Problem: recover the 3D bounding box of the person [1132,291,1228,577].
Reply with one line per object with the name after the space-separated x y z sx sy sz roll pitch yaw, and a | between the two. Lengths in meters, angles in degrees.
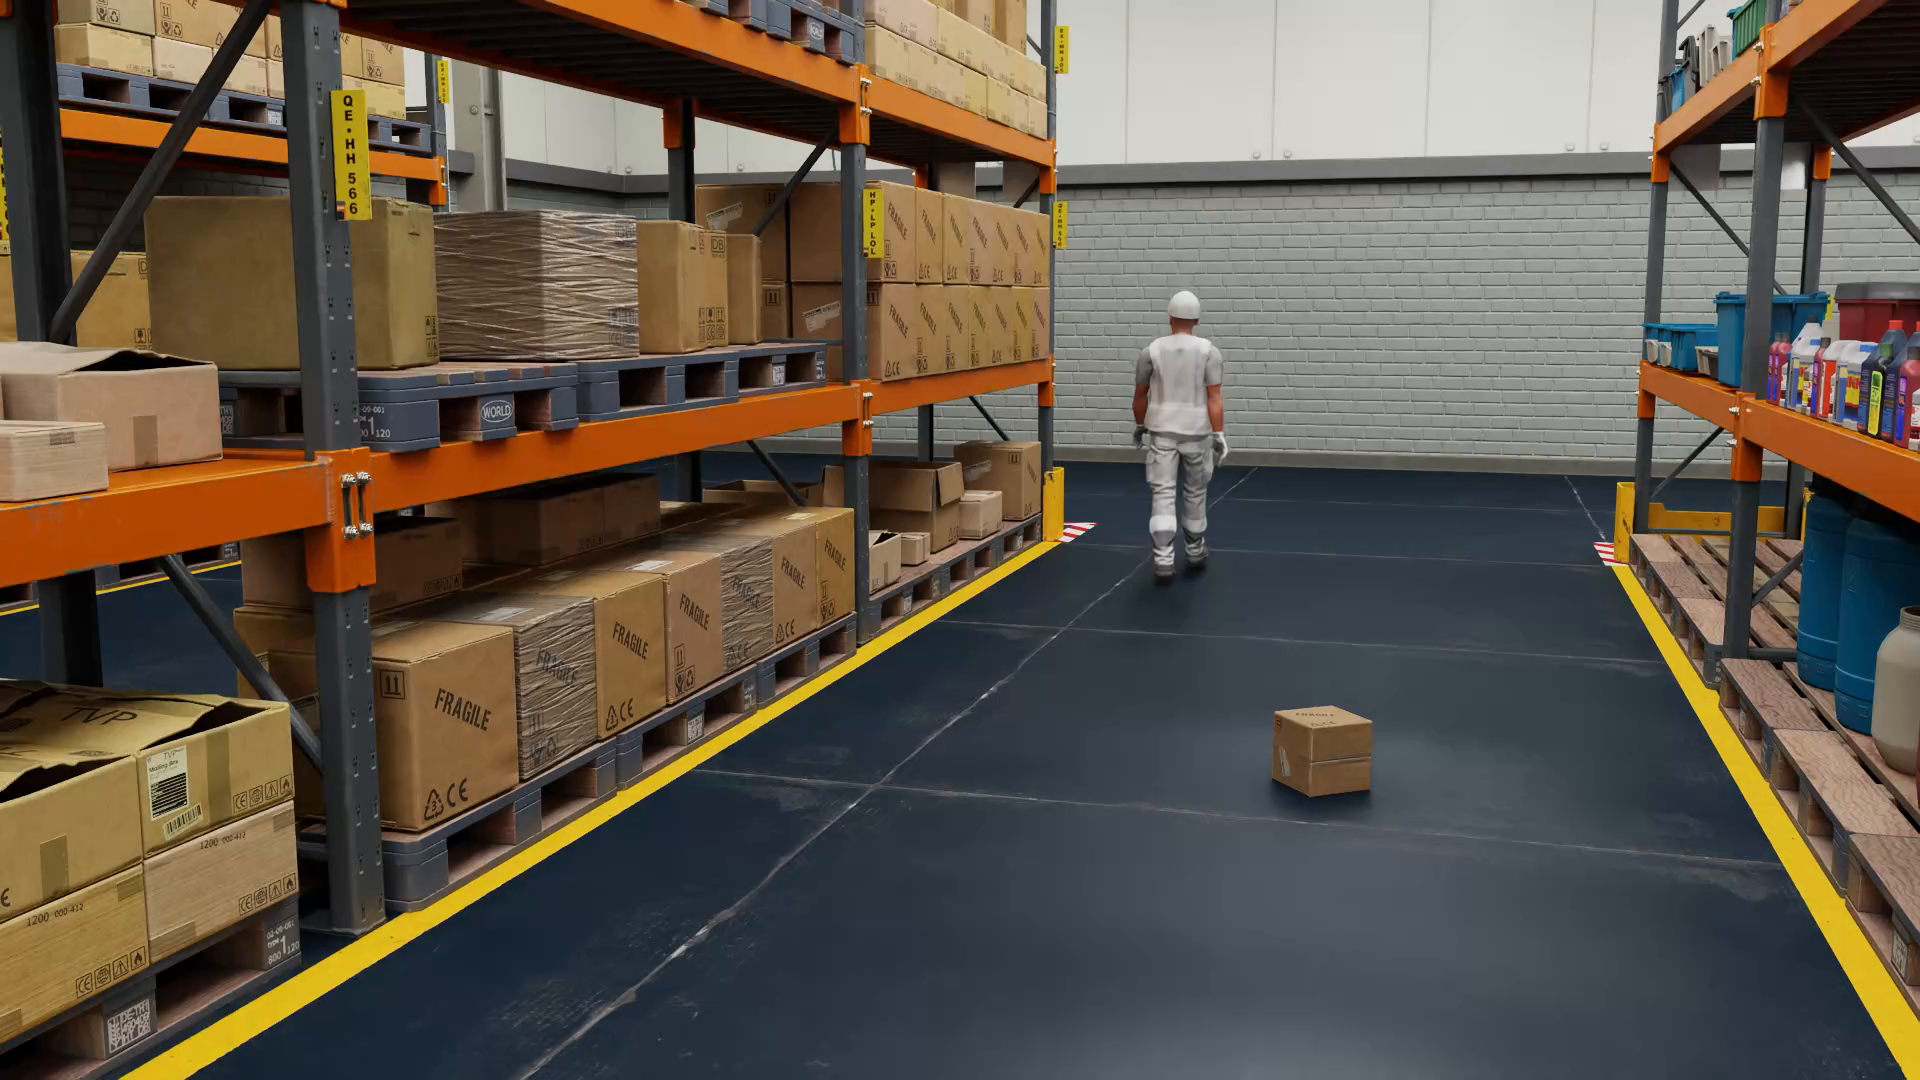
1.368 -0.681 10.379 0.591 1.733 0.995 1 8 8 | person
